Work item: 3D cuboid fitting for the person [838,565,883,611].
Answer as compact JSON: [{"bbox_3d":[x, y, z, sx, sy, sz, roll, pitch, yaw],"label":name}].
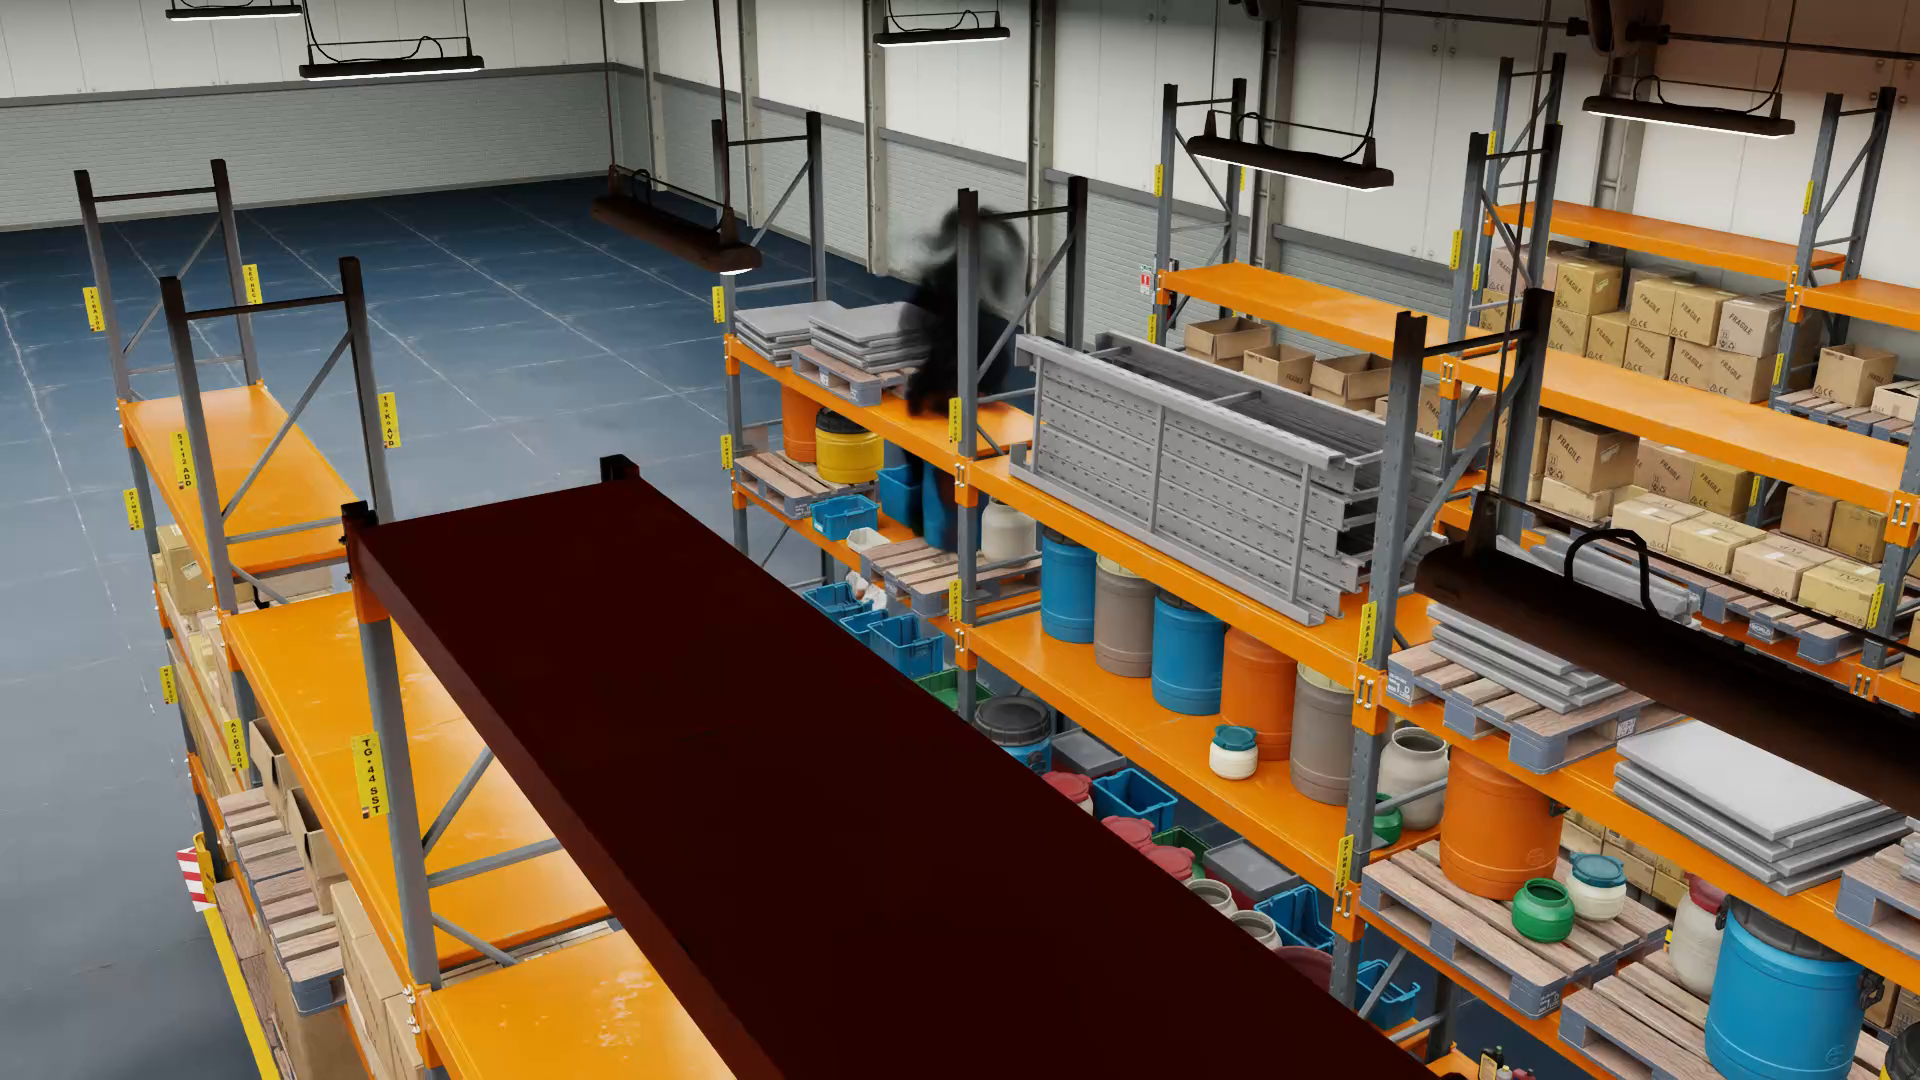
[{"bbox_3d":[-1.057,0.690,17.534,0.496,1.632,0.575,10,24,23],"label":"person"}]
